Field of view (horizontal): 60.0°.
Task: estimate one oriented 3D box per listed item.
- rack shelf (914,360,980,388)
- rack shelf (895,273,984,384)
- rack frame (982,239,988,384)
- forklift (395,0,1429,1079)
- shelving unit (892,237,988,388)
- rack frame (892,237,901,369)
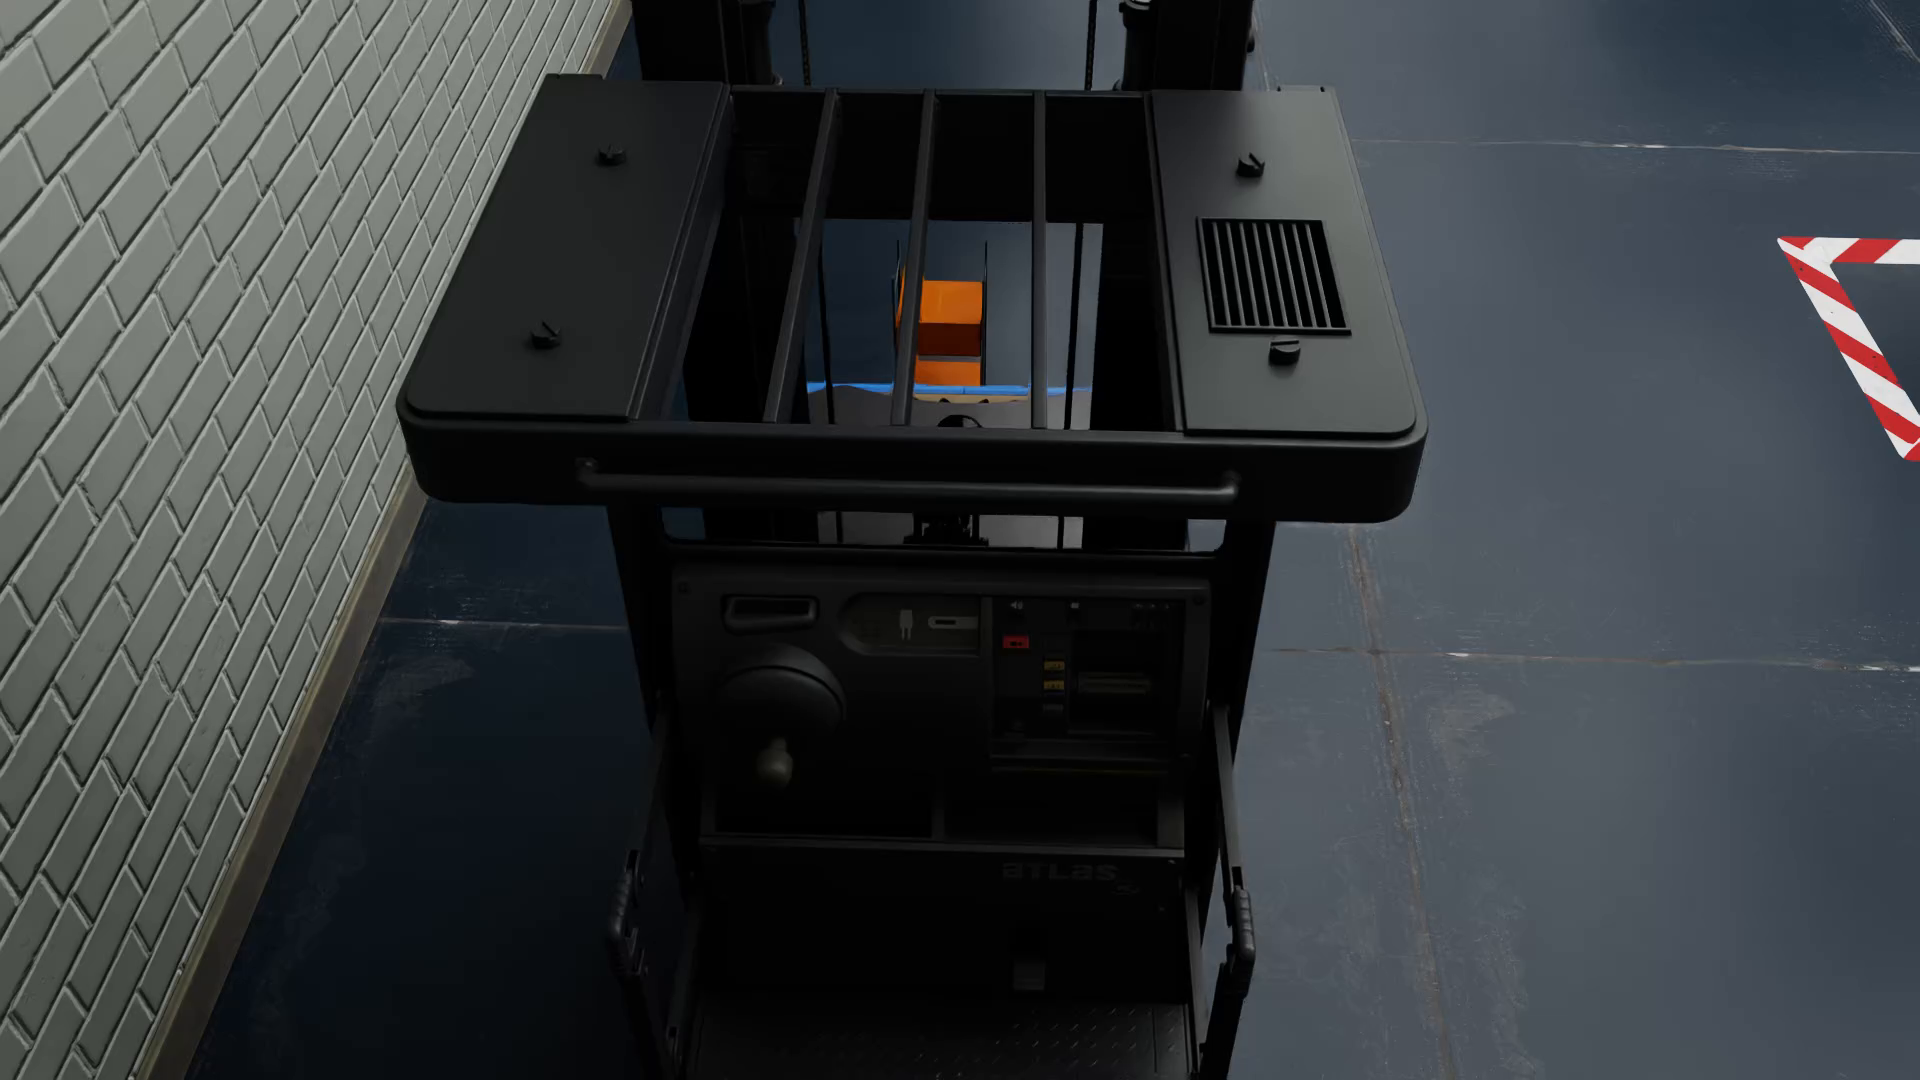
[{"bbox_3d":[-0.053,-0.378,4.901,0.240,0.259,0.215,2,43,2],"label":"rack shelf"},{"bbox_3d":[-0.053,-0.586,4.708,0.240,0.259,0.215,2,43,2],"label":"rack shelf"},{"bbox_3d":[0.068,-0.382,4.890,0.008,1.050,0.200,2,43,2],"label":"rack frame"},{"bbox_3d":[-0.040,0.330,2.746,1.130,2.935,3.031,1,43,1],"label":"forklift"},{"bbox_3d":[-0.053,-0.386,4.894,0.252,1.050,0.215,2,43,2],"label":"shelving unit"},{"bbox_3d":[-0.175,-0.390,4.898,0.008,1.050,0.200,2,43,2],"label":"rack frame"}]
